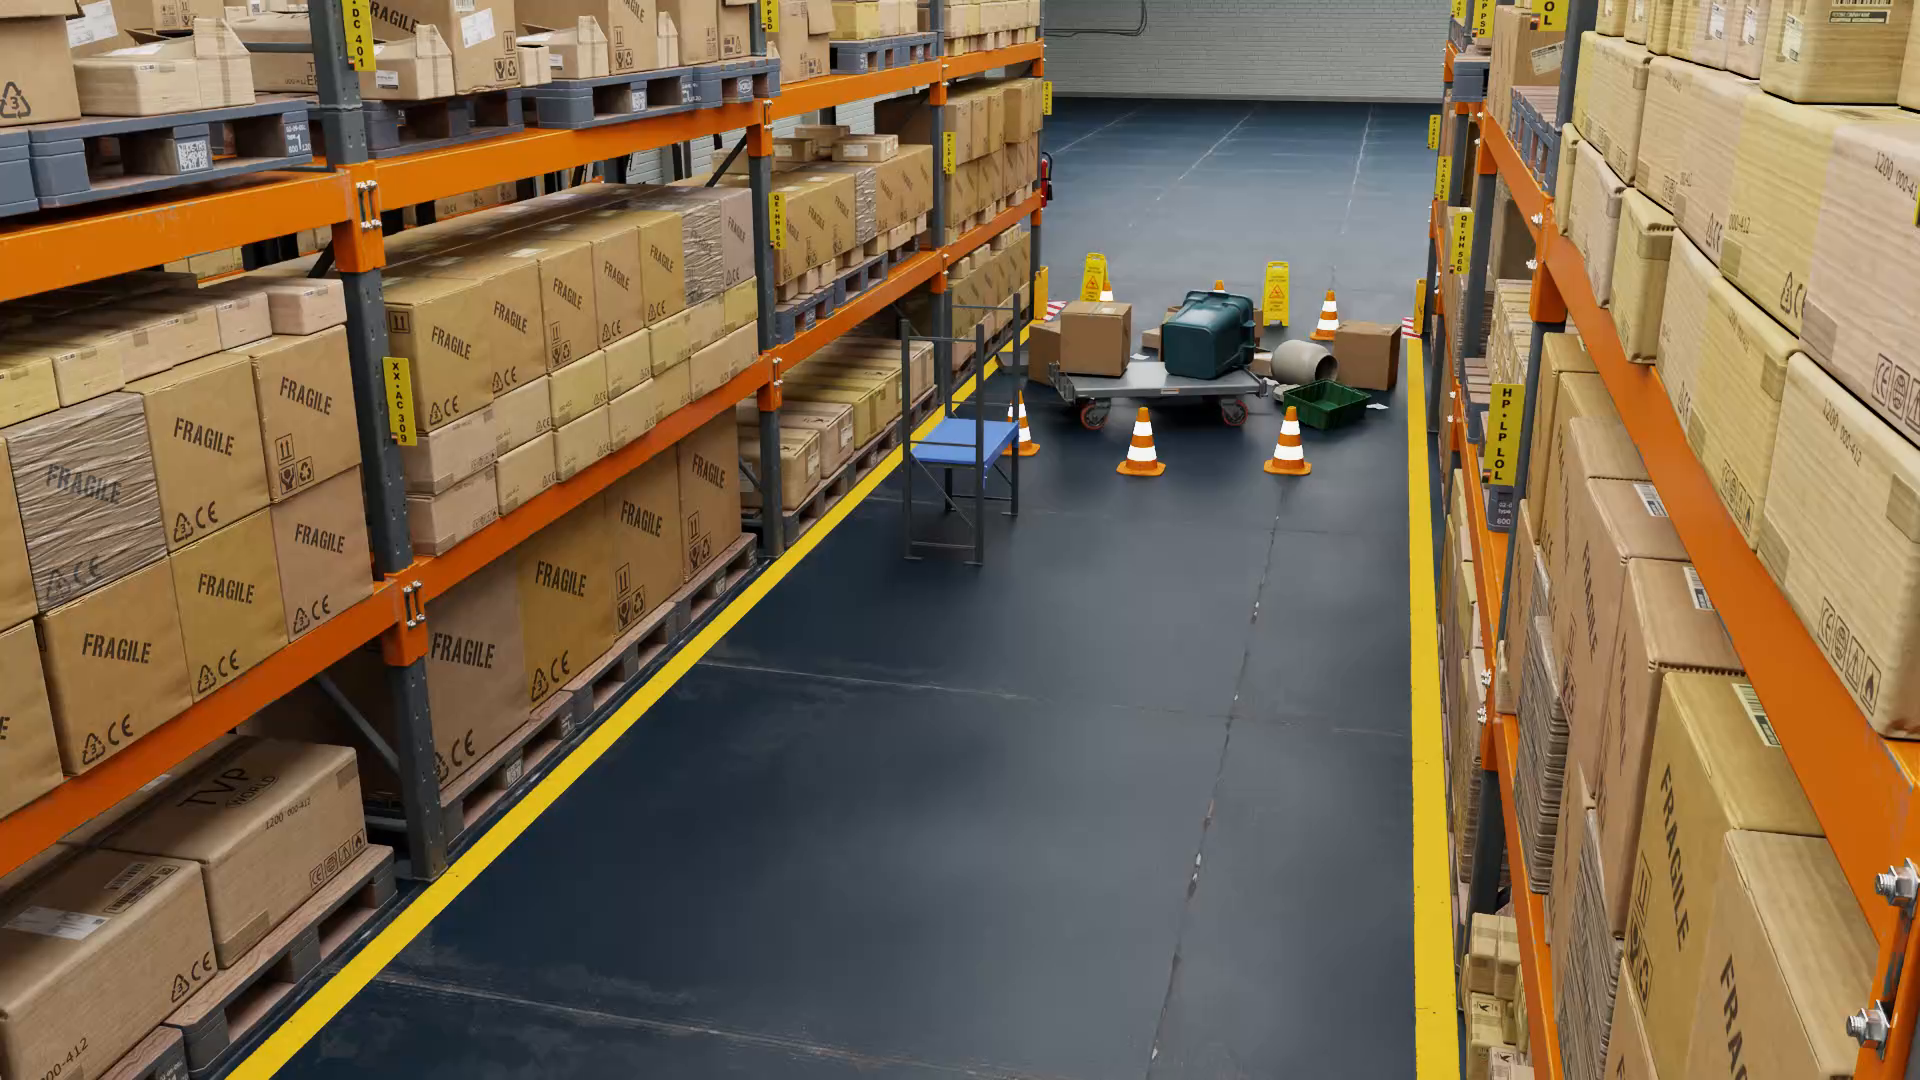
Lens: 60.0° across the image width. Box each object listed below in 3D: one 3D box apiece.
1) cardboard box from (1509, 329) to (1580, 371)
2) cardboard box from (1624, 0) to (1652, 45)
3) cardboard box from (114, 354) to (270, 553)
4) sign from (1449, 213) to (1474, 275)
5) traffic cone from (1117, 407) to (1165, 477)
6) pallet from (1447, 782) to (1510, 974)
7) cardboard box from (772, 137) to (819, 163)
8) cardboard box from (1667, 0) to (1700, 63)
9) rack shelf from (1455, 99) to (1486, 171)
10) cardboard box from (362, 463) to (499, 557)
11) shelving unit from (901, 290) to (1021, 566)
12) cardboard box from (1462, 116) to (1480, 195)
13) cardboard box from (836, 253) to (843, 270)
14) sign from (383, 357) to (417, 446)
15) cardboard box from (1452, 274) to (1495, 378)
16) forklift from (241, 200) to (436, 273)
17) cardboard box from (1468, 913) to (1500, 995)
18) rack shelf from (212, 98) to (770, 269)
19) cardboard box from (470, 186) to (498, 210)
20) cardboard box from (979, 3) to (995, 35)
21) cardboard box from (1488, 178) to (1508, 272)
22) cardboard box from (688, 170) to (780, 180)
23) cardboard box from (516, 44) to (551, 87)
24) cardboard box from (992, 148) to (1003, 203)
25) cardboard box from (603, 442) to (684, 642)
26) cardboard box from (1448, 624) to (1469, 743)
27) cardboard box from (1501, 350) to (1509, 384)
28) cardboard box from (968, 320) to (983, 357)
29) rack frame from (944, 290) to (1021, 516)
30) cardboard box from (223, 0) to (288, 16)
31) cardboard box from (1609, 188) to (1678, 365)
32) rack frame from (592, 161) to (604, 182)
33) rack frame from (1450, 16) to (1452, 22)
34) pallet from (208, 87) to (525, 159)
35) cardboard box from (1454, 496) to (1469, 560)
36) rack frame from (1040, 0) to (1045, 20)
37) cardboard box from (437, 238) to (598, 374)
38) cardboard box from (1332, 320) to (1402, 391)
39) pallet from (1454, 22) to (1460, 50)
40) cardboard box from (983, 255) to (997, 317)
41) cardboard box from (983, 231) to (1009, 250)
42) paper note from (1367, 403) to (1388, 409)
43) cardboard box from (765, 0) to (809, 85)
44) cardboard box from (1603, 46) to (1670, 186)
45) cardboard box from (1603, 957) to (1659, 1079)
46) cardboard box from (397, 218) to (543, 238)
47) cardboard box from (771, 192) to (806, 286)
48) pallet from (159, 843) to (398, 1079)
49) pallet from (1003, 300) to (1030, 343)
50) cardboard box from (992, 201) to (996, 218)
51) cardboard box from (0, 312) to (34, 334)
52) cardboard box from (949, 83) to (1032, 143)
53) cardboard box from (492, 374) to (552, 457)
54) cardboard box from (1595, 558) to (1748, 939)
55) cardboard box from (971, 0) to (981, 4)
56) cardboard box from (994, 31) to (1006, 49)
[{"bbox_3d":[2.603,-0.814,7.248,0.380,0.149,0.250,5,20,15],"label":"cardboard box"},{"bbox_3d":[1.727,-1.198,3.756,0.380,0.149,0.250,4,19,12],"label":"cardboard box"},{"bbox_3d":[-2.558,-0.292,5.200,0.500,0.500,0.500,4,19,13],"label":"cardboard box"},{"bbox_3d":[2.684,-1.585,8.895,0.100,0.325,0.005,5,19,13],"label":"sign"},{"bbox_3d":[1.329,-0.737,12.130,0.336,0.463,0.334,5,19,13],"label":"traffic cone"},{"bbox_3d":[2.435,1.335,6.452,1.003,0.211,1.213,5,19,13],"label":"pallet"},{"bbox_3d":[-1.248,-2.833,12.072,0.380,0.149,0.250,6,20,16],"label":"cardboard box"},{"bbox_3d":[1.521,-0.951,3.031,0.380,0.149,0.250,4,19,12],"label":"cardboard box"},{"bbox_3d":[3.712,-2.700,10.424,1.077,0.370,4.000,5,19,13],"label":"rack shelf"},{"bbox_3d":[-2.215,-0.146,6.705,0.500,0.250,0.500,4,19,12],"label":"cardboard box"},{"bbox_3d":[0.021,-0.736,10.523,0.538,1.500,1.048,5,19,13],"label":"shelving unit"},{"bbox_3d":[4.324,-2.943,12.759,0.875,0.550,0.550,5,19,13],"label":"cardboard box"},{"bbox_3d":[-1.027,-1.946,11.484,0.380,0.149,0.250,5,20,16],"label":"cardboard box"},{"bbox_3d":[-2.040,-0.503,6.058,0.100,0.325,0.005,5,19,13],"label":"sign"},{"bbox_3d":[3.073,-1.204,9.416,0.500,0.500,0.500,5,19,13],"label":"cardboard box"},{"bbox_3d":[-3.537,-1.376,10.182,1.130,2.935,3.031,4,19,12],"label":"forklift"},{"bbox_3d":[1.847,1.358,5.372,0.380,0.149,0.250,6,20,16],"label":"cardboard box"},{"bbox_3d":[-2.090,-1.805,7.805,1.077,0.370,4.000,5,19,13],"label":"rack shelf"},{"bbox_3d":[-4.843,-3.487,16.101,0.500,0.500,0.500,4,19,13],"label":"cardboard box"},{"bbox_3d":[0.001,-4.531,14.443,0.500,0.250,0.500,5,19,14],"label":"cardboard box"},{"bbox_3d":[3.465,-1.813,9.653,0.700,0.500,0.500,4,19,13],"label":"cardboard box"},{"bbox_3d":[-1.522,-2.226,11.298,0.500,0.500,0.500,3,19,10],"label":"cardboard box"},{"bbox_3d":[-1.930,-1.976,6.903,0.380,0.166,0.250,3,19,10],"label":"cardboard box"},{"bbox_3d":[0.093,-3.386,15.346,0.500,0.500,0.500,5,19,14],"label":"cardboard box"},{"bbox_3d":[-2.073,-0.057,8.852,0.875,0.875,0.875,5,19,14],"label":"cardboard box"},{"bbox_3d":[2.438,0.671,7.300,0.500,0.500,0.500,4,19,12],"label":"cardboard box"},{"bbox_3d":[2.661,-0.753,7.529,0.380,0.149,0.250,5,19,13],"label":"cardboard box"},{"bbox_3d":[-0.099,-1.836,15.027,0.500,0.250,0.500,6,20,16],"label":"cardboard box"},{"bbox_3d":[0.145,-0.896,10.990,0.500,1.500,0.032,5,19,13],"label":"rack frame"},{"bbox_3d":[-5.567,-4.134,12.844,0.500,0.311,0.500,4,19,12],"label":"cardboard box"},{"bbox_3d":[1.486,-0.482,3.048,0.500,0.250,0.500,6,20,16],"label":"cardboard box"},{"bbox_3d":[-4.461,-4.251,18.494,1.000,3.000,0.127,5,19,13],"label":"rack frame"},{"bbox_3d":[5.178,-6.340,15.328,1.000,3.000,0.127,5,19,13],"label":"rack frame"},{"bbox_3d":[-2.403,-1.720,6.737,0.805,0.209,1.217,4,19,11],"label":"pallet"},{"bbox_3d":[2.696,-0.009,8.130,0.500,0.250,0.500,4,19,13],"label":"cardboard box"},{"bbox_3d":[0.353,-6.700,16.380,1.000,3.000,0.127,5,19,13],"label":"rack frame"},{"bbox_3d":[-1.970,-1.054,7.430,0.500,0.500,0.500,4,19,12],"label":"cardboard box"},{"bbox_3d":[3.585,-1.634,14.693,0.500,0.500,0.500,8,21,23],"label":"cardboard box"},{"bbox_3d":[4.711,-4.262,14.021,1.003,0.211,1.213,5,19,13],"label":"pallet"},{"bbox_3d":[0.029,-2.354,15.383,0.500,0.500,0.500,6,20,16],"label":"cardboard box"},{"bbox_3d":[0.255,-2.867,15.881,0.380,0.149,0.250,6,20,16],"label":"cardboard box"},{"bbox_3d":[3.487,-1.125,13.934,0.147,0.020,0.142,-9,21,-24],"label":"paper note"},{"bbox_3d":[-1.360,-3.116,10.375,0.700,0.500,0.500,5,19,13],"label":"cardboard box"},{"bbox_3d":[1.633,-0.881,3.444,0.500,0.250,0.500,5,19,14],"label":"cardboard box"},{"bbox_3d":[1.260,1.003,2.495,0.500,0.500,0.500,4,19,12],"label":"cardboard box"},{"bbox_3d":[-2.339,-1.263,8.044,0.500,0.500,0.500,5,19,14],"label":"cardboard box"},{"bbox_3d":[-1.267,-1.863,10.236,0.500,0.500,0.500,4,19,12],"label":"cardboard box"},{"bbox_3d":[-2.841,1.452,6.109,1.003,0.211,1.213,5,19,13],"label":"pallet"},{"bbox_3d":[0.102,-2.265,16.993,1.003,0.211,1.213,5,19,13],"label":"pallet"},{"bbox_3d":[0.120,-3.043,15.344,0.380,0.149,0.250,5,19,13],"label":"cardboard box"},{"bbox_3d":[-3.096,-0.610,5.129,0.380,0.149,0.250,5,19,13],"label":"cardboard box"},{"bbox_3d":[0.284,-4.018,15.650,0.700,0.500,0.500,4,19,13],"label":"cardboard box"},{"bbox_3d":[-2.098,-0.546,7.105,0.500,0.250,0.500,5,19,14],"label":"cardboard box"},{"bbox_3d":[1.381,0.367,2.811,0.500,0.500,0.500,6,20,16],"label":"cardboard box"},{"bbox_3d":[-0.032,-4.604,14.040,0.380,0.149,0.250,5,19,13],"label":"cardboard box"},{"bbox_3d":[0.205,-4.542,15.094,0.380,0.149,0.250,4,19,13],"label":"cardboard box"}]
